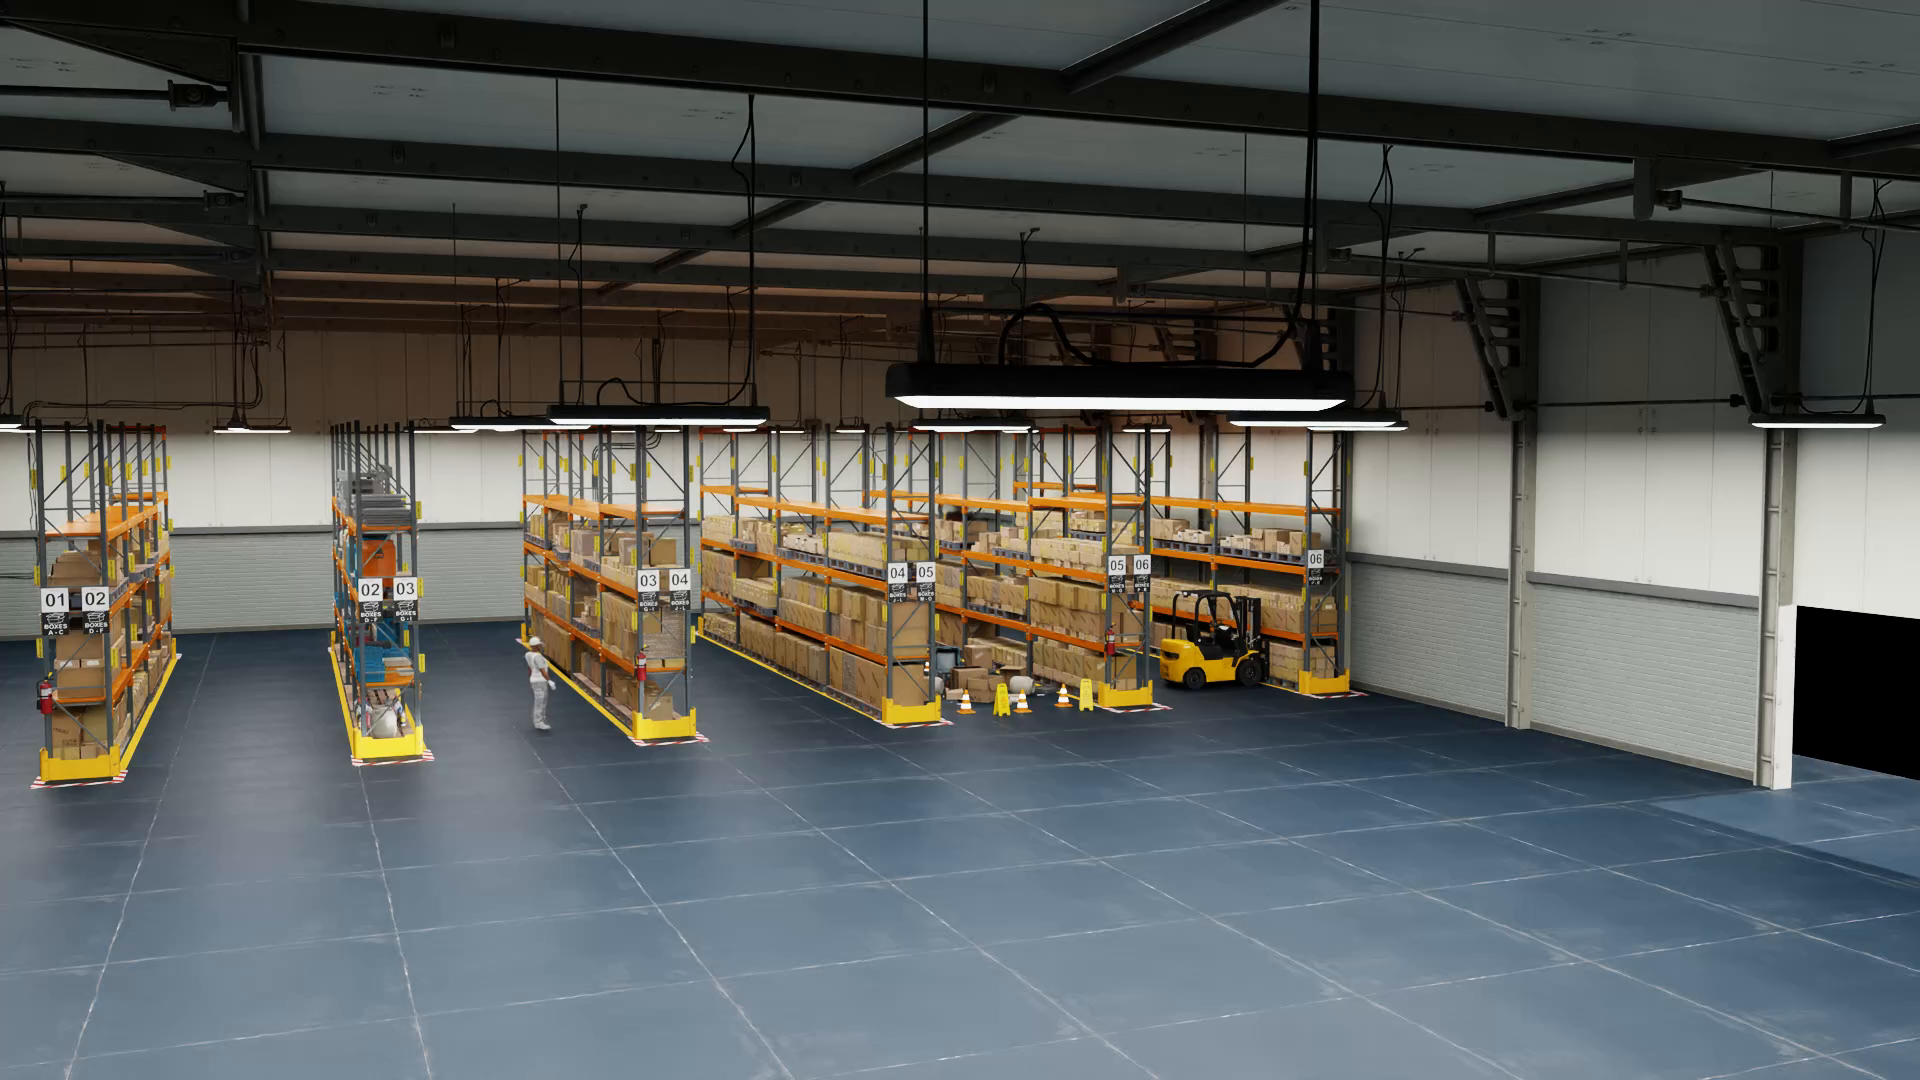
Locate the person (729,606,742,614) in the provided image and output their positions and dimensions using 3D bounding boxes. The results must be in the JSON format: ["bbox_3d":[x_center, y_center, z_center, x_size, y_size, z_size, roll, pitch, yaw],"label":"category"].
[{"bbox_3d":[-6.711,1.751,49.466,0.571,1.774,0.406,0,4,2],"label":"person"}]

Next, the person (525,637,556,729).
[{"bbox_3d":[-8.200,2.806,32.536,0.615,1.823,0.585,0,4,-7],"label":"person"}]
